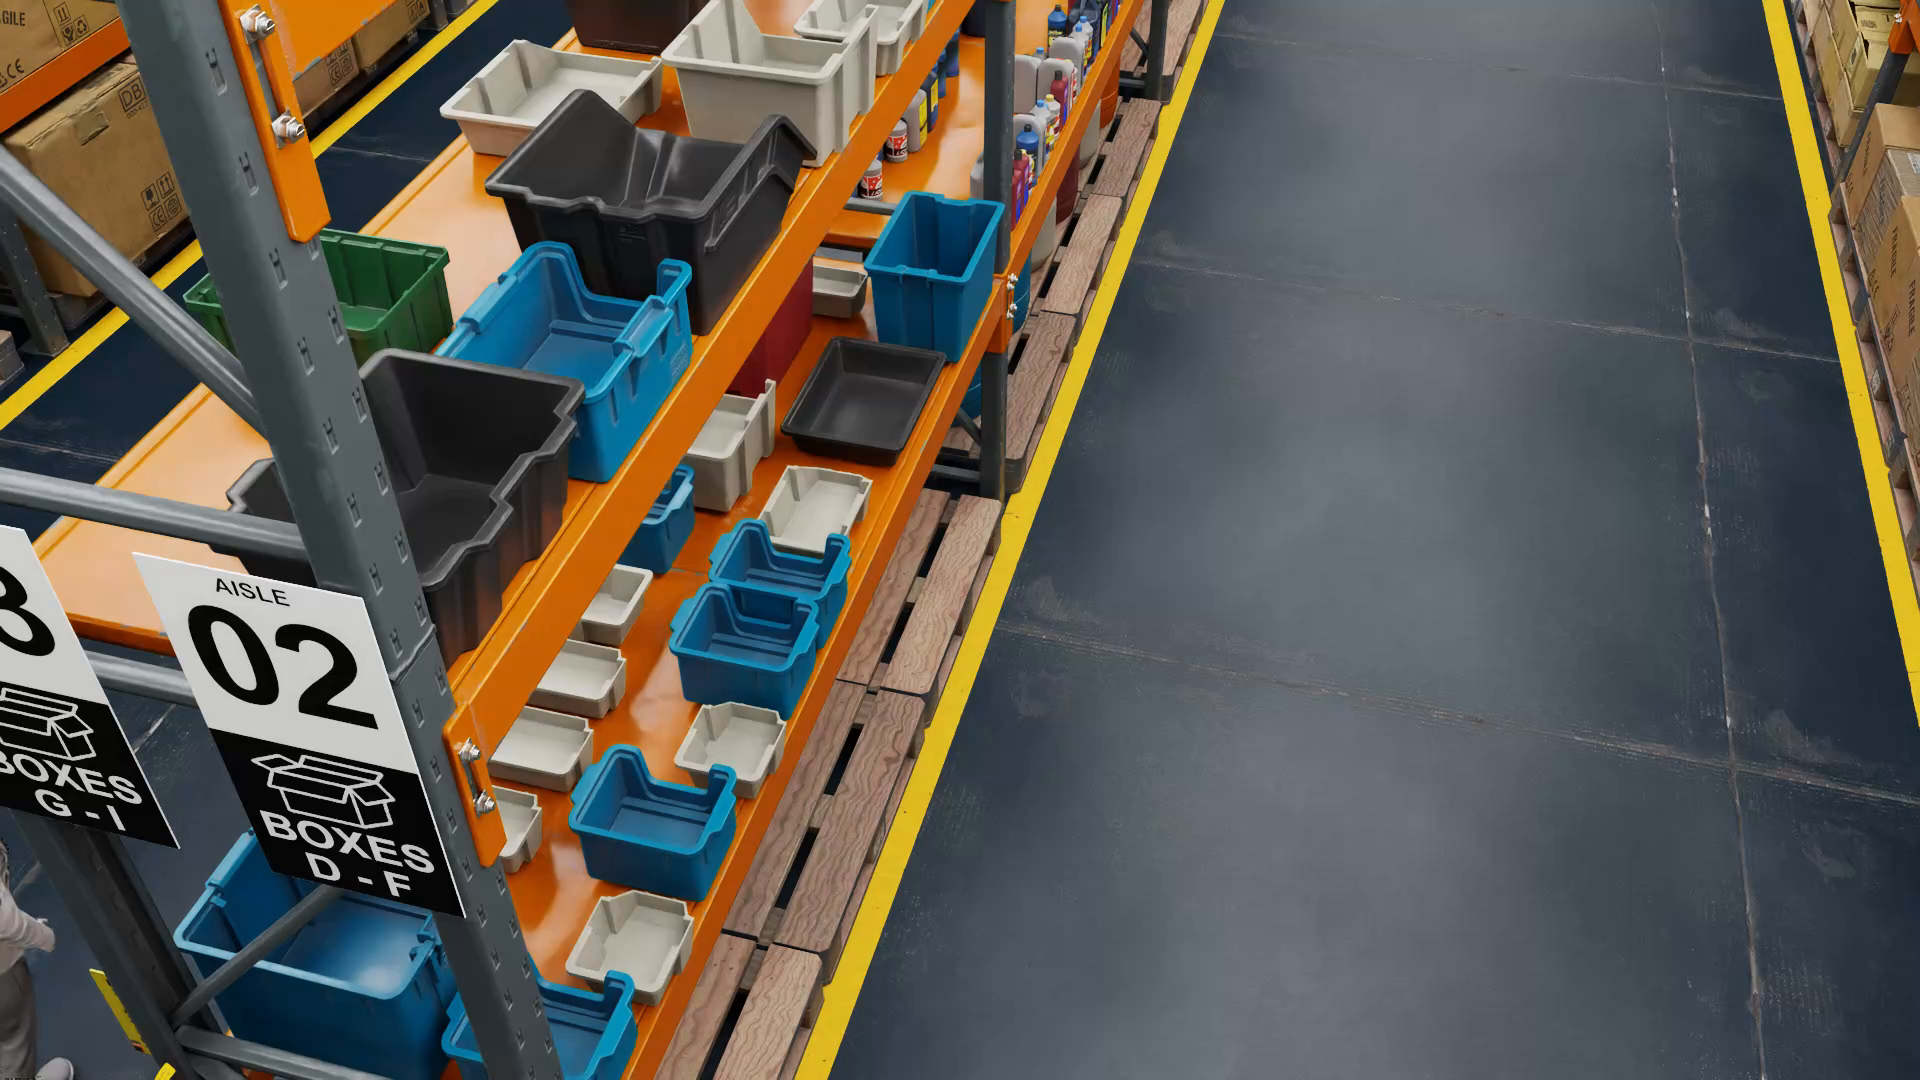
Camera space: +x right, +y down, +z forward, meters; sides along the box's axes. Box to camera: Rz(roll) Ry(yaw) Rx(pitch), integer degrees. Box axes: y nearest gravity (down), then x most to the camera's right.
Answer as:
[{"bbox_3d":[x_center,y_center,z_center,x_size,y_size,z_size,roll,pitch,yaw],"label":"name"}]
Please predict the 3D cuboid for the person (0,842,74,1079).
[{"bbox_3d":[-2.907,1.169,4.781,0.627,1.668,0.420,15,43,17],"label":"person"}]
